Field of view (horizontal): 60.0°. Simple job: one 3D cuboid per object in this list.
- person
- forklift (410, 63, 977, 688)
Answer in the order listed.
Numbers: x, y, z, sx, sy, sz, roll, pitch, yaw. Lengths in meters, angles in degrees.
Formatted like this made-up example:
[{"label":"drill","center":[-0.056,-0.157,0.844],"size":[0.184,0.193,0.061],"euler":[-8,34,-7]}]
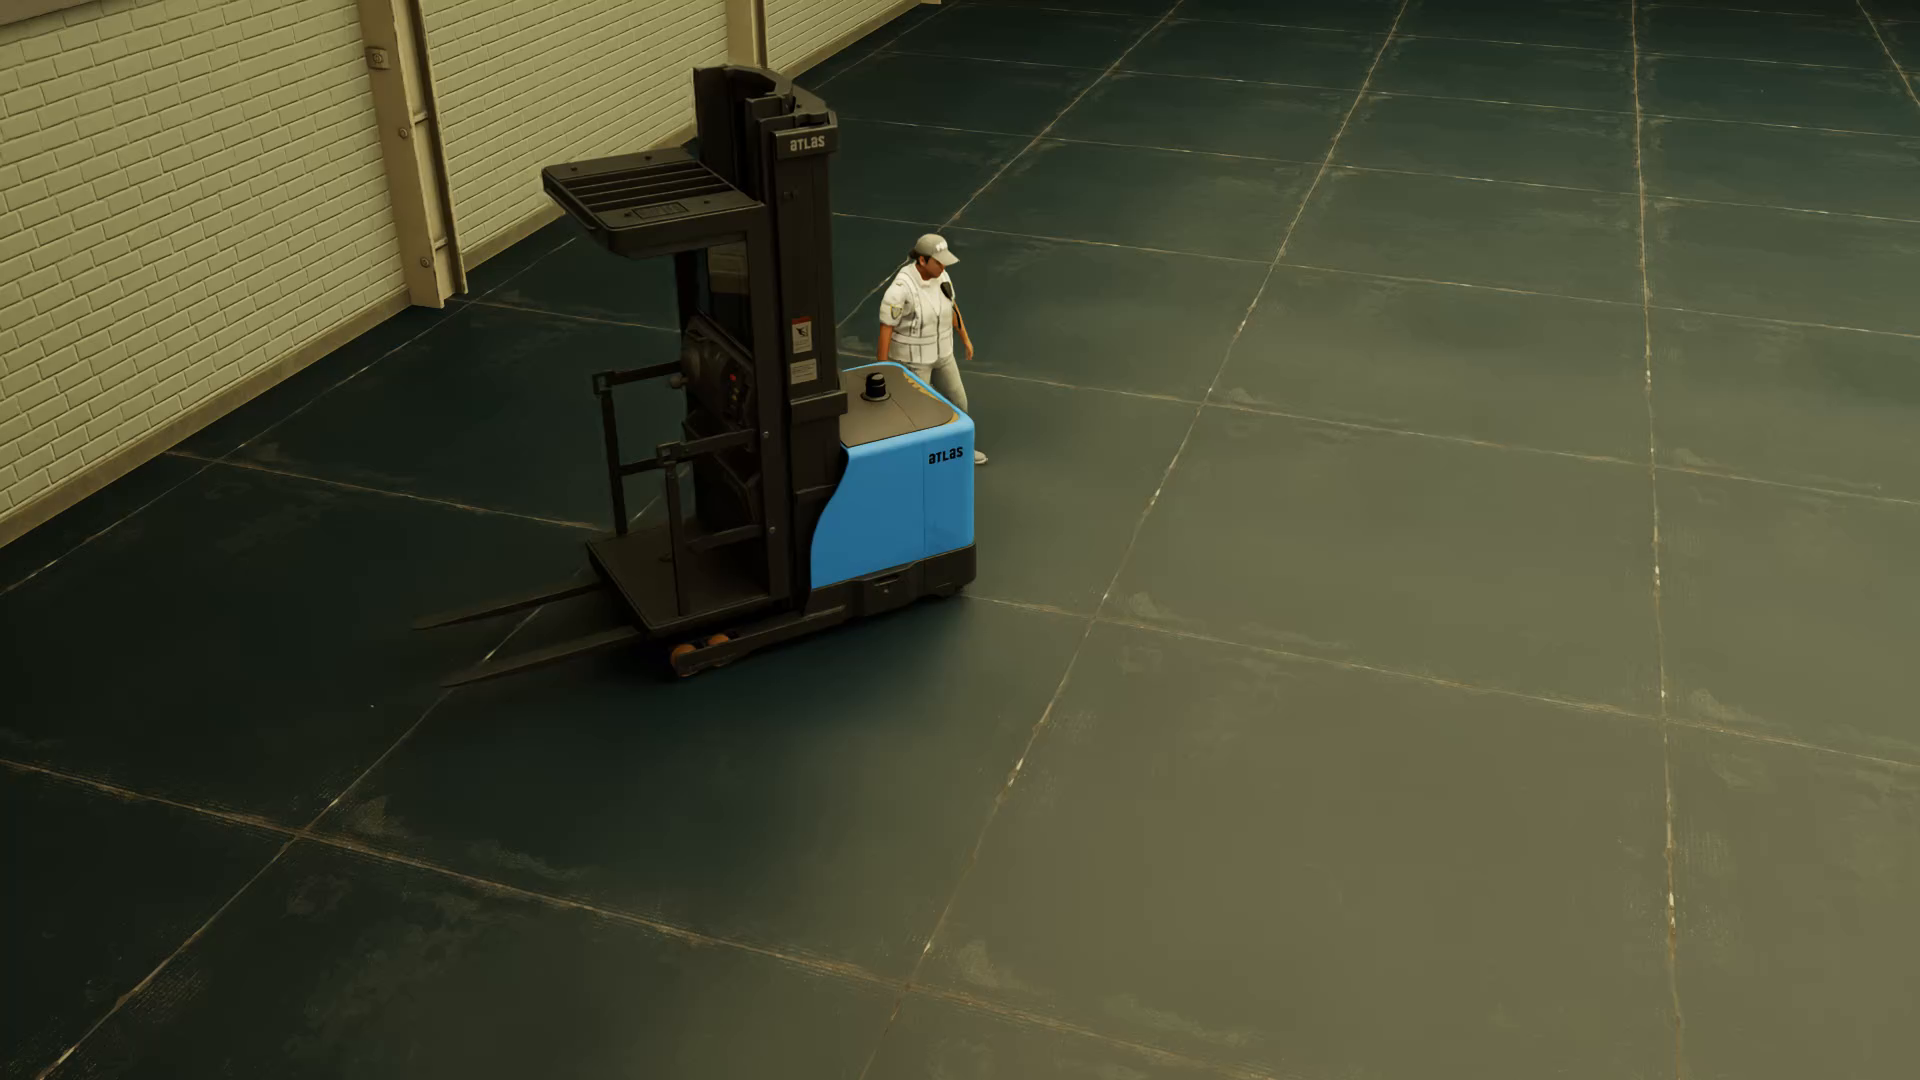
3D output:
[{"label":"person","center":[-0.193,-1.158,10.479],"size":[0.766,1.641,0.455],"euler":[-26,39,-38]},{"label":"forklift","center":[-1.446,-0.849,8.627],"size":[3.031,2.935,1.130],"euler":[-15,33,-25]}]
